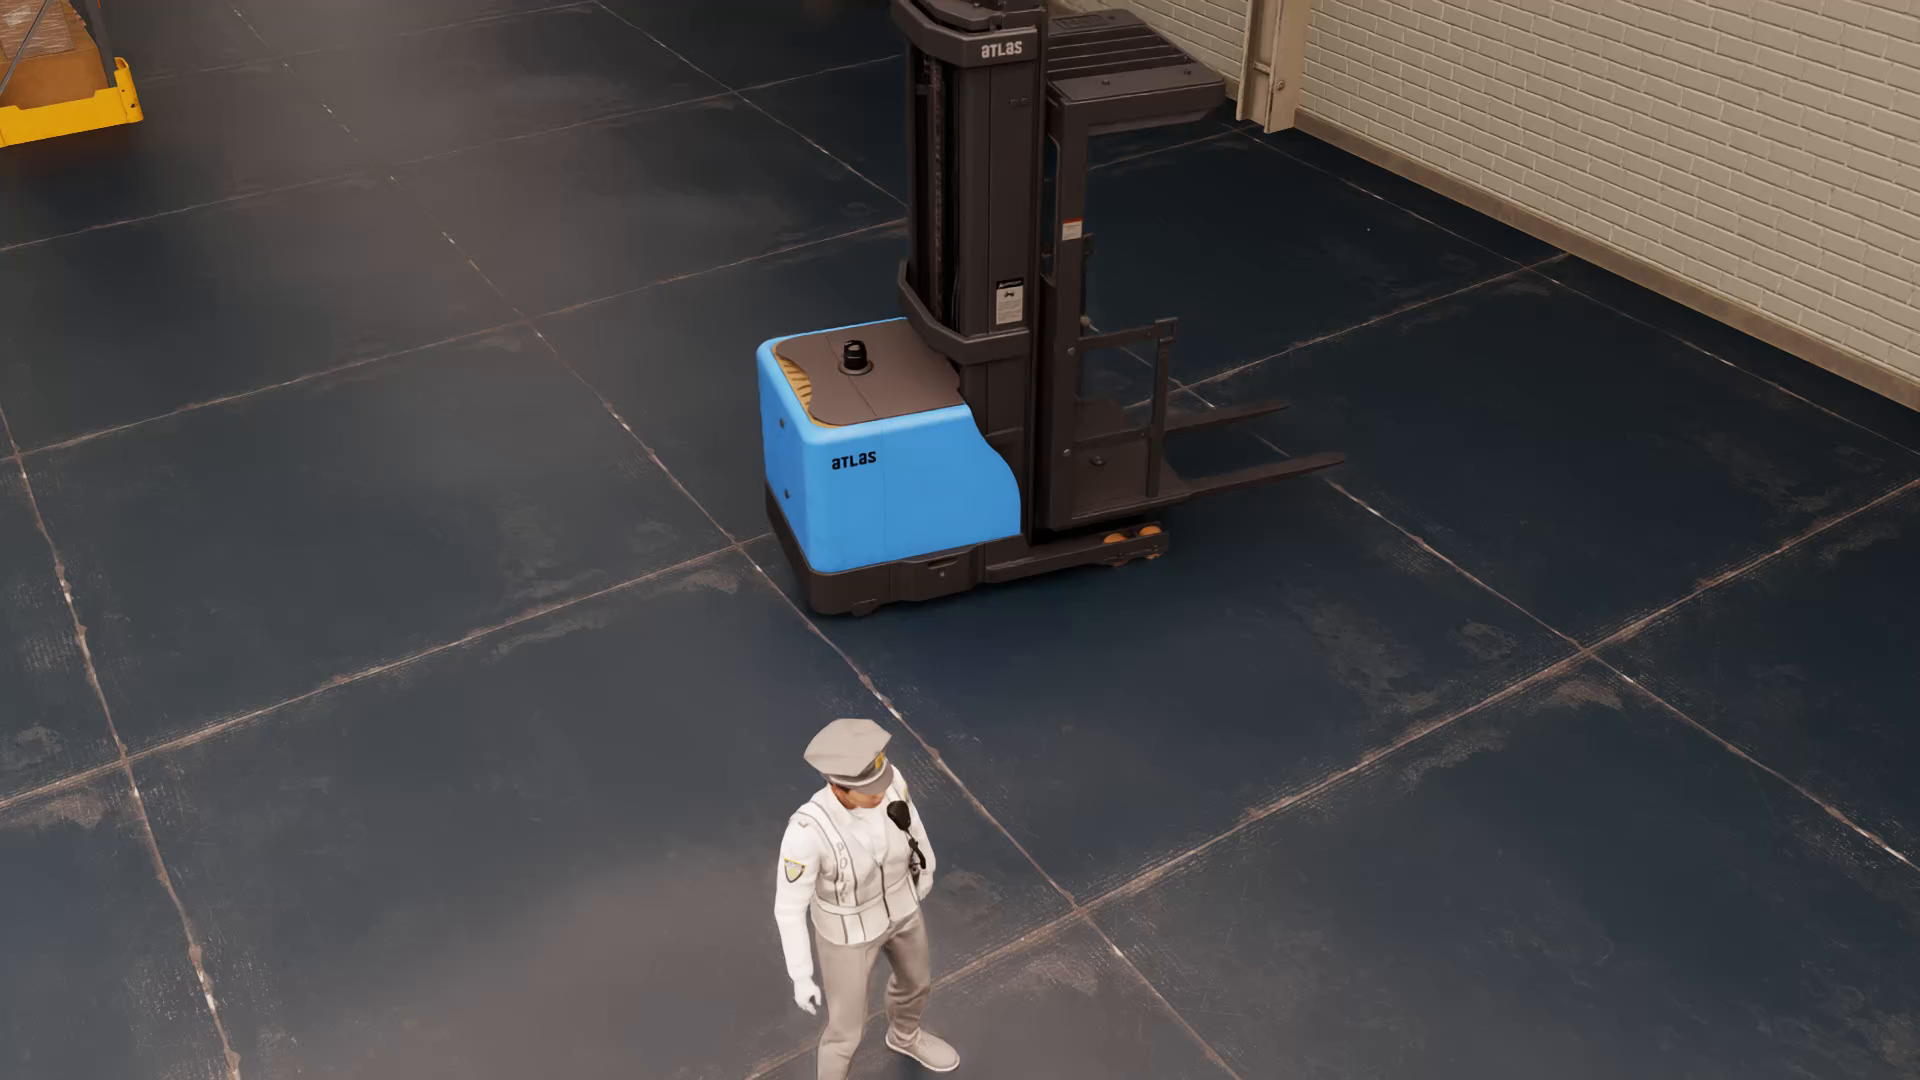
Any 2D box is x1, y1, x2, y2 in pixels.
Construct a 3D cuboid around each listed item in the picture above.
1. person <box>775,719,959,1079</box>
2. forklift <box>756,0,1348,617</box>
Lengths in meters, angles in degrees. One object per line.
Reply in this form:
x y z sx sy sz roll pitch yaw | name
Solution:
-0.306 1.275 5.449 0.671 1.672 0.375 -28 44 -34 | person
0.549 -1.340 8.055 3.031 2.935 1.130 -12 37 -16 | forklift
